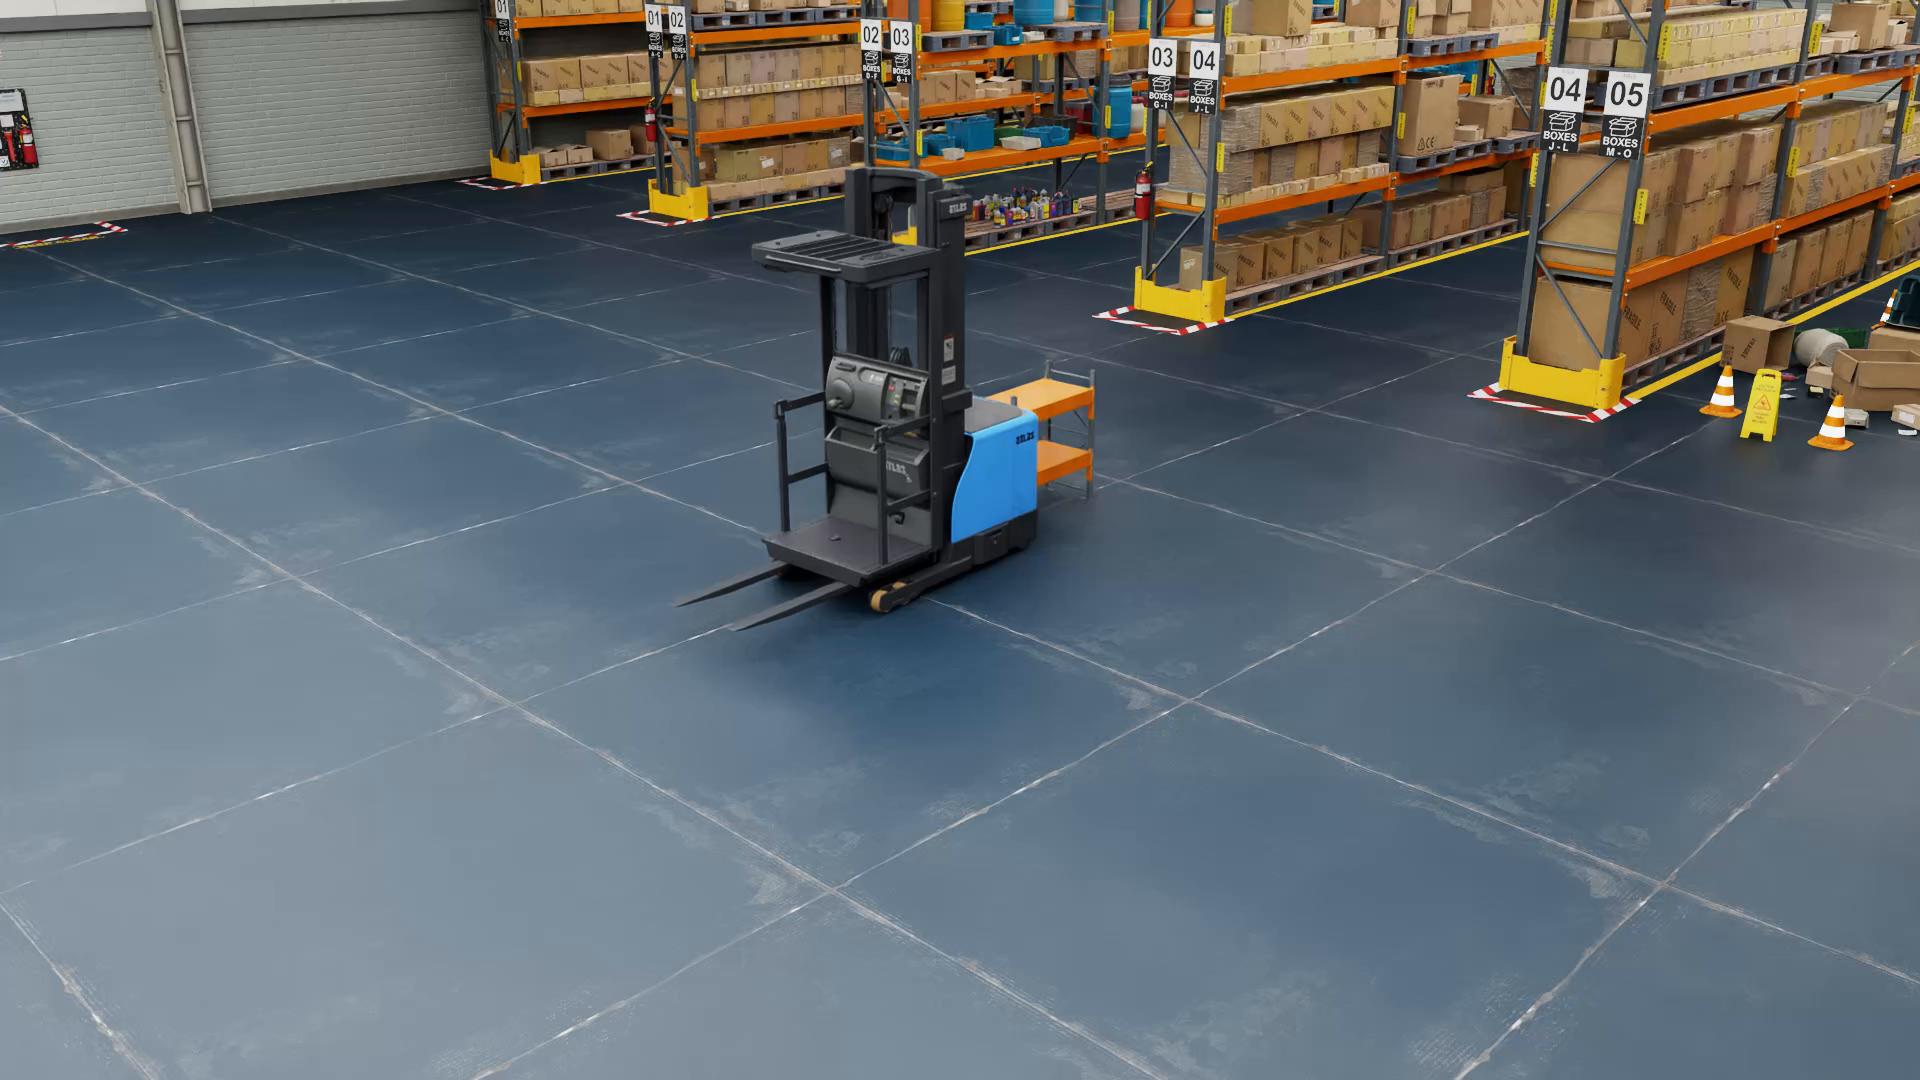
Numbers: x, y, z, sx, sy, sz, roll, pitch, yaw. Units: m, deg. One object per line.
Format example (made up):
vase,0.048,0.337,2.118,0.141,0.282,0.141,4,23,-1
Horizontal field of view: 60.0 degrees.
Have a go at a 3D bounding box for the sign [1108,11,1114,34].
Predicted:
sign,2.237,-7.676,24.671,0.100,0.325,0.005,19,28,41

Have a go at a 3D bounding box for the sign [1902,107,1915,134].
sign,12.073,-5.336,21.162,0.100,0.325,0.005,19,28,41

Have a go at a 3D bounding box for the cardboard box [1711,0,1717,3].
cardboard box,12.641,-9.540,28.669,0.700,0.500,0.500,17,27,37

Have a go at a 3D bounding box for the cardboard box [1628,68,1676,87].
cardboard box,6.561,-4.410,15.812,0.380,0.149,0.250,20,28,41

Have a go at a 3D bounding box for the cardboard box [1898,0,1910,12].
cardboard box,12.651,-7.242,22.348,0.396,0.266,0.258,19,28,41

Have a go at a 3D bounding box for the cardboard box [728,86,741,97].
cardboard box,-3.701,-7.153,26.461,0.380,0.149,0.250,19,28,41

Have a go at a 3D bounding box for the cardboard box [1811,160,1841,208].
cardboard box,10.144,-4.277,19.883,0.500,0.500,0.500,19,28,40

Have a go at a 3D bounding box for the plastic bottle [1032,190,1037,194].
plastic bottle,1.108,-5.284,25.824,0.135,0.276,0.152,-19,28,-40

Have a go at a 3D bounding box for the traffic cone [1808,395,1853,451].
traffic cone,8.052,-1.104,15.301,0.336,0.463,0.334,19,28,41

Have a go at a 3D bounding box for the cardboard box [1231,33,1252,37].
cardboard box,3.376,-6.048,20.101,0.380,0.149,0.250,20,28,41

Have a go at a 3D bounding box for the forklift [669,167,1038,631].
forklift,-0.738,-1.053,11.729,1.130,2.935,3.031,17,27,38

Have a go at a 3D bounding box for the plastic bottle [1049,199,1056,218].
plastic bottle,1.390,-5.010,25.101,0.133,0.283,0.061,-18,27,-39

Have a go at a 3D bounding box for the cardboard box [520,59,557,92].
cardboard box,-7.490,-8.200,29.364,0.500,0.500,0.500,19,28,41

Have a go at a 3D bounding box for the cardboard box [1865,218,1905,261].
cardboard box,12.349,-4.080,22.409,0.500,0.500,0.500,18,27,38

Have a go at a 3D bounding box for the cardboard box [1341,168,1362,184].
cardboard box,4.966,-4.723,21.532,0.380,0.149,0.250,19,28,41

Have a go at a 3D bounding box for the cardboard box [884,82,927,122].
cardboard box,-1.235,-9.492,36.001,0.750,0.750,0.750,19,28,40

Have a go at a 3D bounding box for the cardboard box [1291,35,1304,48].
cardboard box,3.898,-5.999,19.974,0.380,0.149,0.250,18,27,38

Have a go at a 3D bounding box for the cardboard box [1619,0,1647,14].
cardboard box,10.582,-8.720,26.675,0.500,0.500,0.700,-19,28,-41

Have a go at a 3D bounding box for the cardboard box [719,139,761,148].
cardboard box,-3.639,-6.360,27.643,0.500,0.500,0.500,19,28,41

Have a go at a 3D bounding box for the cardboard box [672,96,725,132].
cardboard box,-4.152,-6.788,26.415,0.700,0.500,0.500,19,28,41

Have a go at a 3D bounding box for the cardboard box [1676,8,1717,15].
cardboard box,7.854,-5.598,17.791,0.380,0.149,0.250,19,28,40

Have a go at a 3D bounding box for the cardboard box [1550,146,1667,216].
cardboard box,6.378,-3.537,16.381,0.875,0.550,0.550,19,28,41

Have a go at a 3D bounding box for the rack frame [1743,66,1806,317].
rack frame,8.882,-3.905,19.053,1.000,3.000,0.127,19,28,41

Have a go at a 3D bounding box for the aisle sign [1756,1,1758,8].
aisle sign,14.035,-9.414,29.762,0.394,0.787,0.004,19,28,41

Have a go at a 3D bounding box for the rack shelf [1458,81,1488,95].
rack shelf,8.826,-8.647,32.393,1.077,0.370,4.000,19,28,41

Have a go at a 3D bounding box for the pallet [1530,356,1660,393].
pallet,6.593,-1.800,17.464,1.003,0.211,1.213,19,28,41

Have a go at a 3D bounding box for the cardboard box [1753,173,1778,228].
cardboard box,8.633,-3.877,18.772,0.875,0.550,0.550,19,28,41

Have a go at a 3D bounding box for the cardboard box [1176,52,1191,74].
cardboard box,2.763,-5.662,19.652,0.500,0.250,0.500,-19,28,-41

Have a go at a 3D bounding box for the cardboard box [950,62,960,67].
cardboard box,-0.214,-10.474,36.465,0.380,0.149,0.250,19,28,41

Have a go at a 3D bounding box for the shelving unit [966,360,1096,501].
shelving unit,0.578,-0.776,13.525,0.538,1.125,1.048,17,27,38

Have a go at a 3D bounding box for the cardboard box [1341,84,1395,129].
cardboard box,5.282,-5.640,21.620,0.500,0.500,0.500,19,28,41

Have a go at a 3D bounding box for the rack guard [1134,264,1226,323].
rack guard,2.662,-2.997,20.175,1.175,0.500,0.348,19,28,41

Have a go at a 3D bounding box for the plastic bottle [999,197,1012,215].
plastic bottle,0.685,-5.054,25.226,0.152,0.276,0.135,19,28,41

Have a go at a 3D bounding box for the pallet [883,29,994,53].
pallet,-0.293,-6.884,22.886,1.003,0.211,1.213,19,28,41

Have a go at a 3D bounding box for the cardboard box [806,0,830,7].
cardboard box,-2.342,-8.818,27.226,0.380,0.149,0.250,19,28,41

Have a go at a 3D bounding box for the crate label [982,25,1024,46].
crate label,0.602,-7.113,23.426,0.502,0.251,0.408,19,28,41

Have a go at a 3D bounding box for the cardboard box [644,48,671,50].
cardboard box,-5.726,-9.112,31.737,0.500,0.500,0.500,18,28,39

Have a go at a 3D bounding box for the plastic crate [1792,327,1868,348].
plastic crate,9.700,-2.247,18.578,0.662,0.188,0.450,-6,12,-15

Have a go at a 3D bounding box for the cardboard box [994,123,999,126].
cardboard box,0.518,-7.794,31.637,0.500,0.311,0.500,-19,28,-40

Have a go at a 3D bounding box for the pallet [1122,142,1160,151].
pallet,3.344,-8.189,34.086,1.003,0.211,1.213,19,28,41

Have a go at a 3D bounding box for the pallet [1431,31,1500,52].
pallet,6.627,-6.884,22.885,1.213,0.211,1.003,19,28,41

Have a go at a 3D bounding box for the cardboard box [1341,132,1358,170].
cardboard box,4.667,-5.138,21.707,0.875,0.500,0.500,19,28,41

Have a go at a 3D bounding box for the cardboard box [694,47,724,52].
cardboard box,-4.869,-9.266,32.248,0.700,0.500,0.500,19,28,41

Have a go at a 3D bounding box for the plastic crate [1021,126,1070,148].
plastic crate,1.273,-5.990,24.686,0.499,0.251,0.616,19,28,41

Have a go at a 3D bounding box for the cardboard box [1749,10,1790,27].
cardboard box,8.503,-5.500,17.535,0.380,0.149,0.250,19,28,41

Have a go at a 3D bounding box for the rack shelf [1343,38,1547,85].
rack shelf,6.794,-6.751,23.279,1.077,0.370,4.000,19,28,41

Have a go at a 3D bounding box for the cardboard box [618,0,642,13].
cardboard box,-6.144,-9.877,30.243,0.500,0.500,0.500,18,27,39

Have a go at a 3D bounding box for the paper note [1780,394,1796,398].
paper note,8.373,-1.458,16.826,0.142,0.017,0.144,-10,23,-24

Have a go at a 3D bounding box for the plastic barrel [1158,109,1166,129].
plastic barrel,3.187,-6.855,26.539,0.433,0.535,0.433,0,21,0

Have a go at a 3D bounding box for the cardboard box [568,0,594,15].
cardboard box,-6.866,-9.606,29.539,0.500,0.500,0.500,-19,28,-40

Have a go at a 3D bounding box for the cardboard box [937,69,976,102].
cardboard box,-0.065,-8.292,30.328,0.500,0.500,0.500,17,27,38

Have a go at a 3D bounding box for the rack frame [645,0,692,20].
rack frame,-4.487,-9.425,25.052,1.000,3.000,0.127,19,28,41

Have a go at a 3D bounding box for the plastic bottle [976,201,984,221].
plastic bottle,0.299,-4.934,24.905,0.061,0.283,0.133,19,28,41

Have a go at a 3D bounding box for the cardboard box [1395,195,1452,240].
cardboard box,6.579,-4.625,23.798,0.700,0.500,0.500,16,26,36

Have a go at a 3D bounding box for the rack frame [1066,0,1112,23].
rack frame,1.850,-9.212,24.500,1.000,3.000,0.127,19,28,41

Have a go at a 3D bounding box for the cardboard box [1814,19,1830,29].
cardboard box,10.302,-6.143,20.094,0.500,0.311,0.500,19,28,40

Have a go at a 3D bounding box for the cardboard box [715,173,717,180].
cardboard box,-3.984,-5.880,27.440,0.500,0.250,0.500,19,28,41

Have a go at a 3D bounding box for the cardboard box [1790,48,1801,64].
cardboard box,8.857,-5.257,18.015,0.380,0.149,0.250,19,28,40

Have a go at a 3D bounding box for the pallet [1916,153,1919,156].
pallet,13.024,-5.363,23.113,1.003,0.211,1.213,19,28,41
